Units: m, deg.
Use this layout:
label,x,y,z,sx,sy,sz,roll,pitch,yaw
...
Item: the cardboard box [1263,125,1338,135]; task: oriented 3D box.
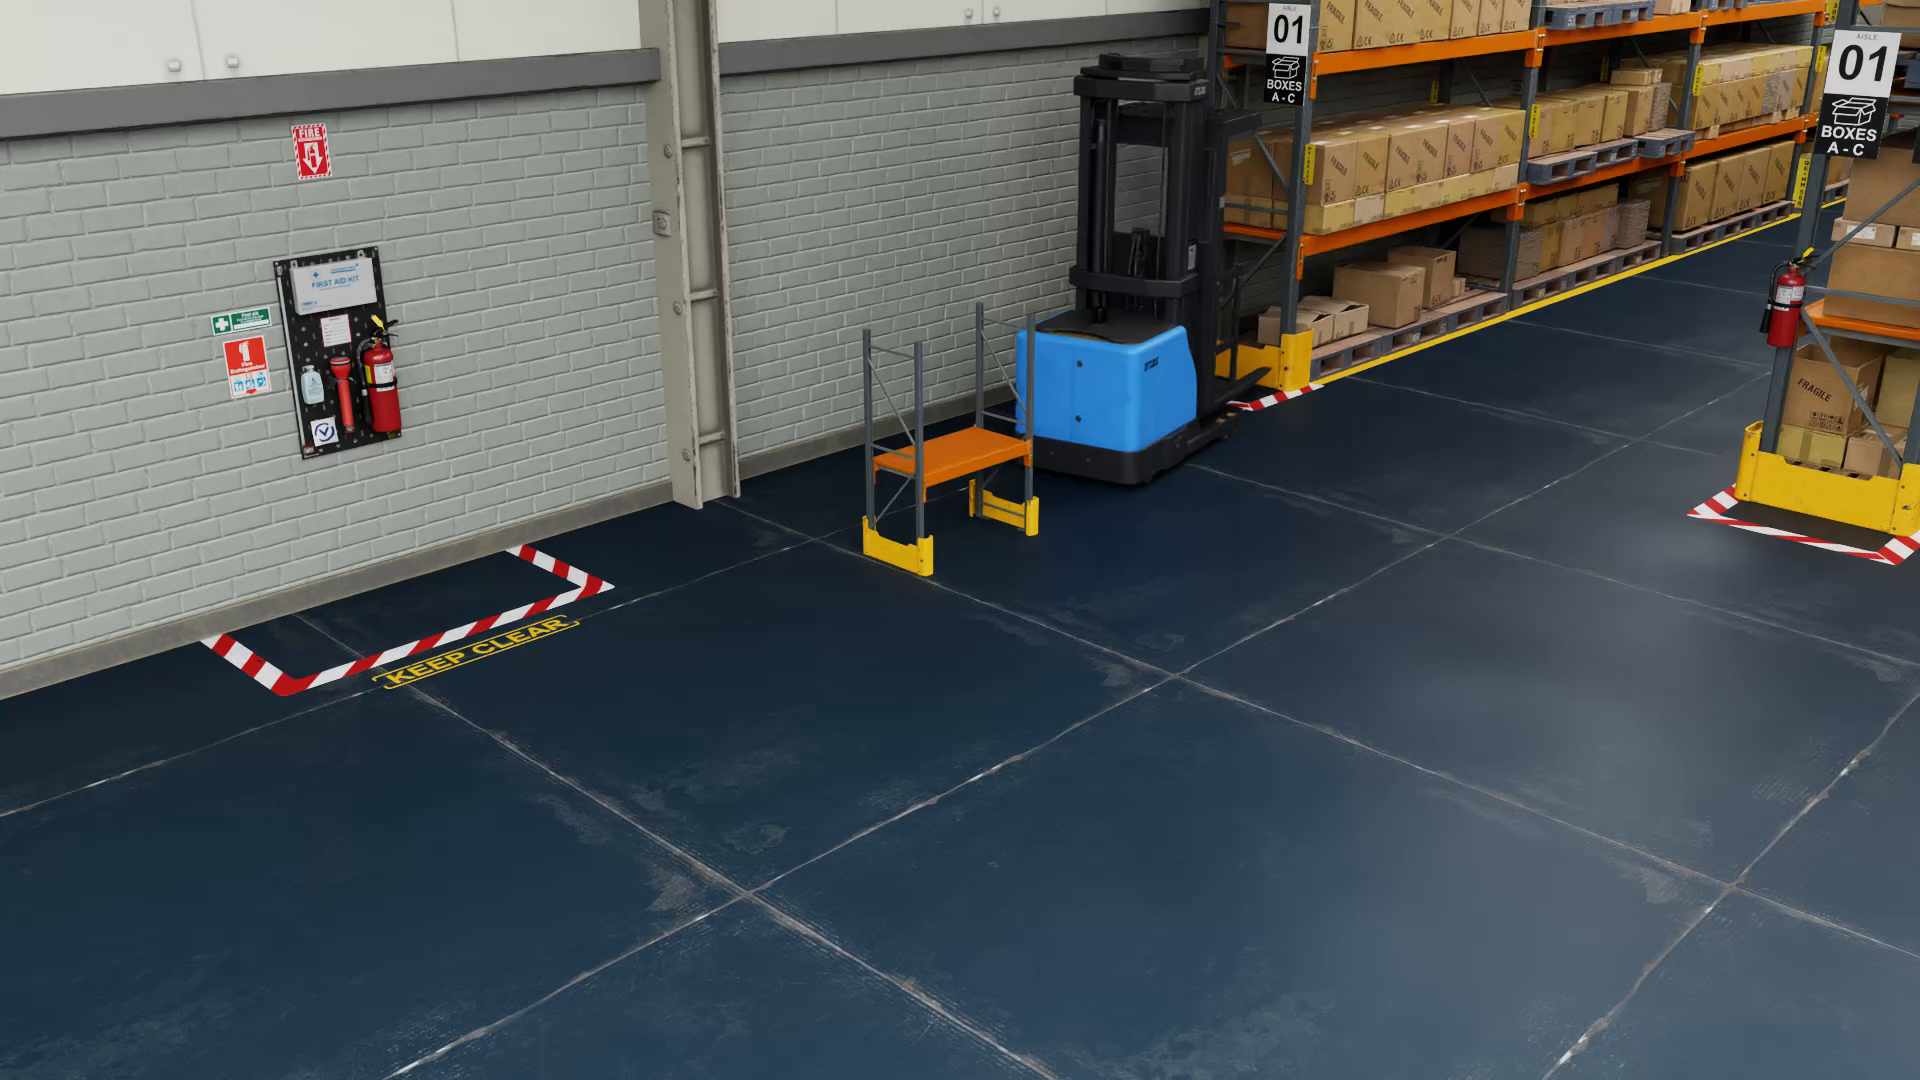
label,x,y,z,sx,sy,sz,roll,pitch,yaw
cardboard box,3.040,-3.440,14.978,0.500,0.500,0.500,-20,29,-41

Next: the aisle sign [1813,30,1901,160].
label,x,y,z,sx,sy,sz,roll,pitch,yaw
aisle sign,5.800,-2.880,10.764,0.394,0.787,0.004,19,28,41

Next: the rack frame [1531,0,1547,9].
label,x,y,z,sx,sy,sz,roll,pitch,yaw
rack frame,5.295,-6.677,15.905,1.000,3.000,0.127,19,28,41

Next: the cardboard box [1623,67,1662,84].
label,x,y,z,sx,sy,sz,roll,pitch,yaw
cardboard box,7.867,-5.364,19.193,0.380,0.149,0.250,15,26,34

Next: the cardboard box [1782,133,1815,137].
label,x,y,z,sx,sy,sz,roll,pitch,yaw
cardboard box,11.954,-5.713,23.752,0.380,0.149,0.250,20,28,41

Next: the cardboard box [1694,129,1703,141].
label,x,y,z,sx,sy,sz,roll,pitch,yaw
cardboard box,8.663,-4.887,19.930,0.250,0.149,0.380,-20,29,-41

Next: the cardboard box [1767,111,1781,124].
label,x,y,z,sx,sy,sz,roll,pitch,yaw
cardboard box,10.329,-5.459,21.419,0.380,0.149,0.250,19,28,41

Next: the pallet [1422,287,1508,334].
label,x,y,z,sx,sy,sz,roll,pitch,yaw
pallet,4.852,-2.394,17.009,1.003,0.211,1.213,19,28,41

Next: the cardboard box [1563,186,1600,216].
label,x,y,z,sx,sy,sz,roll,pitch,yaw
cardboard box,6.823,-3.832,18.688,0.500,0.250,0.500,19,28,40

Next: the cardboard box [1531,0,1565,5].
label,x,y,z,sx,sy,sz,roll,pitch,yaw
cardboard box,5.734,-5.641,16.663,0.500,0.500,0.500,-15,26,-35

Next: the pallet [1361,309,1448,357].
label,x,y,z,sx,sy,sz,roll,pitch,yaw
pallet,4.001,-2.079,16.189,1.003,0.211,1.213,19,28,41

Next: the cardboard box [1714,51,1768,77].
label,x,y,z,sx,sy,sz,roll,pitch,yaw
cardboard box,9.659,-5.903,20.625,0.500,0.250,0.500,19,28,40

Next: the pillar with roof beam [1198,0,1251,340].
label,x,y,z,sx,sy,sz,roll,pitch,yaw
pillar with roof beam,5.458,-4.968,11.458,9.100,9.000,0.400,19,28,41

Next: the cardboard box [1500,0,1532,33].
label,x,y,z,sx,sy,sz,roll,pitch,yaw
cardboard box,5.118,-5.141,15.921,0.500,0.500,0.500,-19,28,-41

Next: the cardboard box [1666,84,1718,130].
label,x,y,z,sx,sy,sz,roll,pitch,yaw
cardboard box,8.608,-5.161,19.739,0.500,0.500,0.500,-19,28,-40

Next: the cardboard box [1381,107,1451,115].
label,x,y,z,sx,sy,sz,roll,pitch,yaw
cardboard box,4.454,-3.966,16.348,0.500,0.500,0.500,19,28,40

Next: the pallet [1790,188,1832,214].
label,x,y,z,sx,sy,sz,roll,pitch,yaw
pallet,11.463,-4.808,23.289,1.003,0.211,1.213,19,28,41

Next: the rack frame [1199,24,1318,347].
label,x,y,z,sx,sy,sz,roll,pitch,yaw
rack frame,2.505,-2.849,14.306,1.000,3.000,0.127,19,28,41

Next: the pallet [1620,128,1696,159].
label,x,y,z,sx,sy,sz,roll,pitch,yaw
pallet,7.665,-4.606,19.145,1.213,0.211,1.003,19,28,41

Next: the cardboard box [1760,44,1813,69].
label,x,y,z,sx,sy,sz,roll,pitch,yaw
cardboard box,10.734,-6.294,21.643,0.500,0.250,0.500,-19,28,-41

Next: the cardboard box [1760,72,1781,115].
label,x,y,z,sx,sy,sz,roll,pitch,yaw
cardboard box,10.029,-5.686,21.105,0.500,0.500,0.500,19,28,41

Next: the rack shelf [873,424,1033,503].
label,x,y,z,sx,sy,sz,roll,pitch,yaw
rack shelf,-0.060,-0.510,10.813,0.538,0.185,1.000,19,28,41

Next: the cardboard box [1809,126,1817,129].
label,x,y,z,sx,sy,sz,roll,pitch,yaw
cardboard box,12.666,-5.976,24.437,0.380,0.149,0.250,20,28,41

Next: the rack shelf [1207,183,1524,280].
label,x,y,z,sx,sy,sz,roll,pitch,yaw
rack shelf,3.900,-3.027,15.772,1.077,0.370,4.000,19,28,41

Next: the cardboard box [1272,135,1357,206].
label,x,y,z,sx,sy,sz,roll,pitch,yaw
cardboard box,3.053,-3.186,14.318,0.500,0.500,0.500,19,28,41

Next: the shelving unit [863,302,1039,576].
label,x,y,z,sx,sy,sz,roll,pitch,yaw
shelving unit,-0.053,-0.680,10.755,0.587,1.500,1.083,19,28,41

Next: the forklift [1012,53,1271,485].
label,x,y,z,sx,sy,sz,roll,pitch,yaw
forklift,1.597,-2.243,12.824,1.130,2.935,3.031,13,24,30

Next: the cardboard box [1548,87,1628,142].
label,x,y,z,sx,sy,sz,roll,pitch,yaw
cardboard box,6.912,-4.708,18.391,0.700,0.500,0.500,19,28,41

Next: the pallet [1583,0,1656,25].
label,x,y,z,sx,sy,sz,roll,pitch,yaw
pallet,6.524,-5.589,17.516,1.213,0.211,1.003,19,28,41

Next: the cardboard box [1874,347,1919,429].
label,x,y,z,sx,sy,sz,roll,pitch,yaw
cardboard box,6.938,-1.084,11.916,0.500,0.500,0.500,19,28,41

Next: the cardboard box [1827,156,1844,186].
label,x,y,z,sx,sy,sz,roll,pitch,yaw
cardboard box,12.184,-5.389,23.813,0.500,0.500,0.700,-19,28,-41

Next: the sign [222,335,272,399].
label,x,y,z,sx,sy,sz,roll,pitch,yaw
sign,-4.023,-0.978,9.388,0.001,0.329,0.234,19,28,41

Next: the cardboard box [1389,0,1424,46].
label,x,y,z,sx,sy,sz,roll,pitch,yaw
cardboard box,3.677,-4.592,14.493,0.500,0.500,0.500,-19,28,-40

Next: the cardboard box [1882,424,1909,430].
label,x,y,z,sx,sy,sz,roll,pitch,yaw
cardboard box,6.936,-0.734,12.051,0.500,0.250,0.500,19,28,41

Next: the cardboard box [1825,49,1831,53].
label,x,y,z,sx,sy,sz,roll,pitch,yaw
cardboard box,12.280,-6.585,23.607,0.980,0.700,0.700,18,27,38

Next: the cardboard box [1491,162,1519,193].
label,x,y,z,sx,sy,sz,roll,pitch,yaw
cardboard box,5.182,-3.619,16.490,0.500,0.250,0.500,19,28,41

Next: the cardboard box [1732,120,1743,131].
label,x,y,z,sx,sy,sz,roll,pitch,yaw
cardboard box,9.544,-5.221,20.800,0.380,0.149,0.250,19,28,41

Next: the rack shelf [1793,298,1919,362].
label,x,y,z,sx,sy,sz,roll,pitch,yaw
rack shelf,7.452,-1.788,12.549,1.077,0.370,4.000,19,28,41

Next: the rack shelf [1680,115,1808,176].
label,x,y,z,sx,sy,sz,roll,pitch,yaw
rack shelf,9.481,-5.084,21.123,1.077,0.370,4.000,19,28,41

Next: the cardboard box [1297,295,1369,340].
label,x,y,z,sx,sy,sz,roll,pitch,yaw
cardboard box,3.450,-2.101,15.495,0.500,0.311,0.500,-17,27,-38

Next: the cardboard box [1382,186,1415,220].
label,x,y,z,sx,sy,sz,roll,pitch,yaw
cardboard box,3.784,-3.101,15.142,0.500,0.250,0.500,19,28,40

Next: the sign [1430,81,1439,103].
label,x,y,z,sx,sy,sz,roll,pitch,yaw
sign,4.895,-4.556,17.132,0.100,0.325,0.005,19,28,41

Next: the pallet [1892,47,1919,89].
label,x,y,z,sx,sy,sz,roll,pitch,yaw
pallet,6.569,-3.144,11.016,1.003,0.211,1.213,19,28,41

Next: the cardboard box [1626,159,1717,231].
label,x,y,z,sx,sy,sz,roll,pitch,yaw
cardboard box,8.693,-4.254,20.373,0.750,0.750,0.750,19,28,40

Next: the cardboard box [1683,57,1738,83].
label,x,y,z,sx,sy,sz,roll,pitch,yaw
cardboard box,8.962,-5.641,19.942,0.500,0.250,0.500,19,28,40

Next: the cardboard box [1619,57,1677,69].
label,x,y,z,sx,sy,sz,roll,pitch,yaw
cardboard box,8.216,-5.632,19.919,0.500,0.250,0.500,-19,28,-41

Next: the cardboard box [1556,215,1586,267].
label,x,y,z,sx,sy,sz,roll,pitch,yaw
cardboard box,6.506,-3.376,18.547,0.700,0.500,0.500,20,28,41

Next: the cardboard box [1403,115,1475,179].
label,x,y,z,sx,sy,sz,roll,pitch,yaw
cardboard box,4.484,-3.711,15.685,0.500,0.500,0.500,18,28,39

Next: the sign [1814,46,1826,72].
label,x,y,z,sx,sy,sz,roll,pitch,yaw
sign,11.272,-6.304,21.791,0.100,0.325,0.005,19,28,41

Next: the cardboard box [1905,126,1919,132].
label,x,y,z,sx,sy,sz,roll,pitch,yaw
cardboard box,7.143,-2.659,11.864,0.700,0.500,0.500,19,28,41

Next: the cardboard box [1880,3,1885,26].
label,x,y,z,sx,sy,sz,roll,pitch,yaw
cardboard box,6.671,-3.564,11.413,0.500,0.250,0.500,19,28,41
